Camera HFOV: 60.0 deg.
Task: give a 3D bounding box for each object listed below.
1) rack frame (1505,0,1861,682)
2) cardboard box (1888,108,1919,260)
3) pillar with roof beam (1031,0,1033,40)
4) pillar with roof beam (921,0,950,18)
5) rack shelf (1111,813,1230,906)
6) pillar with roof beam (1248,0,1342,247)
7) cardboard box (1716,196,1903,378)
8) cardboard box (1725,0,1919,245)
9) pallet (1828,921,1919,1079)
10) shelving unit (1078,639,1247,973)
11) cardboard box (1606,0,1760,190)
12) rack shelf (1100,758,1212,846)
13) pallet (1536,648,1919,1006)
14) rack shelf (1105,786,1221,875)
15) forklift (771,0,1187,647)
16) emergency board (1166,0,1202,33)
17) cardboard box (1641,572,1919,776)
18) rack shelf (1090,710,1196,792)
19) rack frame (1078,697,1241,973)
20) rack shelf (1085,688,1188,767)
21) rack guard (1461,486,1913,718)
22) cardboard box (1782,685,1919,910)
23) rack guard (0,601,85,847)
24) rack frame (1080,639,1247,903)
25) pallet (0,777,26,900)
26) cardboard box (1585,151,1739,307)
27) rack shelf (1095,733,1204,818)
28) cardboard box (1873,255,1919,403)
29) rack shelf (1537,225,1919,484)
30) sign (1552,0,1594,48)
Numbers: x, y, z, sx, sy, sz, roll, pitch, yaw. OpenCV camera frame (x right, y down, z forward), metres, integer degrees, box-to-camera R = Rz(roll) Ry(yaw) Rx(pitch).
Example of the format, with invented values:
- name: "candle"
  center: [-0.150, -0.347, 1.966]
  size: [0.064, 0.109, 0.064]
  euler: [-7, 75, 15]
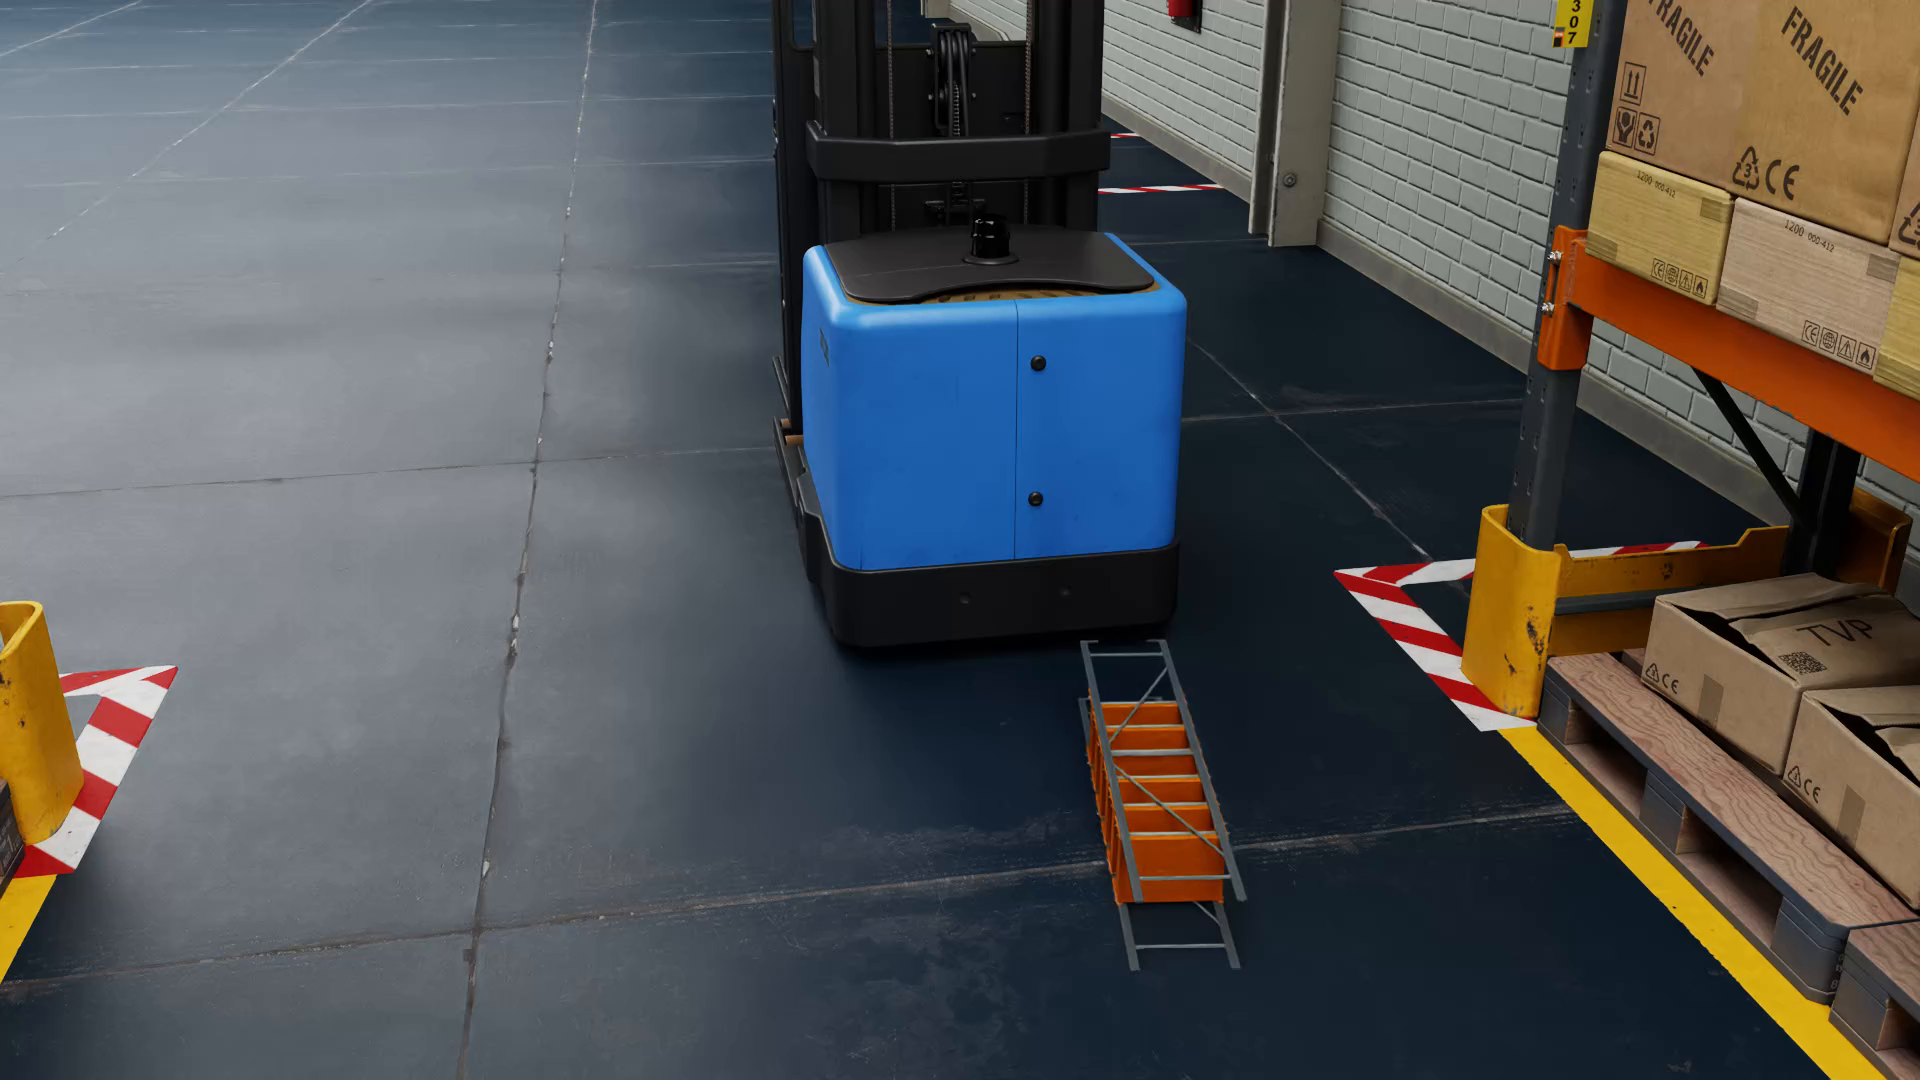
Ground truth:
- name: "rack frame"
  center: [2.050, -1.016, 4.329]
  size: [1.000, 3.000, 0.127]
  euler: [-4, 24, -10]
- name: "cardboard box"
  center: [2.014, -0.692, 2.811]
  size: [0.500, 0.500, 0.500]
  euler: [-5, 24, -11]
- name: "pillar with roof beam"
  center: [-3.420, -7.956, 12.722]
  size: [9.100, 9.000, 0.400]
  euler: [-4, 24, -10]
- name: "pillar with roof beam"
  center: [-4.530, -10.316, 18.126]
  size: [9.100, 9.000, 0.400]
  euler: [-4, 24, -10]
- name: "rack shelf"
  center: [0.481, 0.735, 3.827]
  size: [0.258, 0.180, 0.103]
  euler: [-1, 24, -2]
- name: "pillar with roof beam"
  center: [-2.311, -5.596, 7.319]
  size: [9.100, 9.000, 0.400]
  euler: [-4, 24, -10]
- name: "cardboard box"
  center: [1.938, -0.538, 3.397]
  size: [0.500, 0.250, 0.500]
  euler: [-5, 24, -11]
- name: "cardboard box"
  center: [1.924, -0.895, 3.277]
  size: [0.500, 0.500, 0.500]
  euler: [-4, 24, -10]
- name: "pallet"
  center: [2.401, 1.093, 2.985]
  size: [1.003, 0.211, 1.213]
  euler: [-4, 24, -10]
- name: "shelving unit"
  center: [0.471, 0.607, 4.115]
  size: [0.258, 0.189, 1.200]
  euler: [-1, 24, -2]
- name: "cardboard box"
  center: [1.843, -1.090, 3.724]
  size: [0.500, 0.500, 0.500]
  euler: [-4, 24, -10]
- name: "rack shelf"
  center: [0.474, 0.638, 4.046]
  size: [0.258, 0.180, 0.103]
  euler: [-1, 24, -2]
- name: "pallet"
  center: [2.179, 0.614, 4.081]
  size: [1.003, 0.211, 1.213]
  euler: [-4, 24, -10]
- name: "rack shelf"
  center: [0.477, 0.686, 3.937]
  size: [0.258, 0.180, 0.103]
  euler: [-1, 24, -2]
- name: "forklift"
  center: [-0.115, -1.591, 5.731]
  size: [1.130, 2.935, 3.031]
  euler: [-4, 24, -10]
- name: "emergency board"
  center: [1.500, -4.140, 11.481]
  size: [0.194, 1.169, 0.643]
  euler: [-4, 24, -10]
- name: "cardboard box"
  center: [2.089, 0.293, 4.141]
  size: [0.500, 0.311, 0.500]
  euler: [-7, 25, -16]
- name: "rack shelf"
  center: [0.466, 0.540, 4.266]
  size: [0.258, 0.180, 0.103]
  euler: [-1, 24, -2]
- name: "rack frame"
  center: [0.471, 0.691, 4.152]
  size: [0.240, 0.006, 1.200]
  euler: [-1, 24, -2]
- name: "rack shelf"
  center: [0.462, 0.492, 4.375]
  size: [0.258, 0.180, 0.103]
  euler: [-1, 24, -2]
- name: "rack guard"
  center: [2.064, 0.159, 4.761]
  size: [1.175, 0.500, 0.348]
  euler: [-4, 24, -10]
- name: "cardboard box"
  center: [2.195, 0.517, 3.627]
  size: [0.500, 0.311, 0.500]
  euler: [-2, 24, -5]
- name: "rack guard"
  center: [-2.822, 0.488, 4.008]
  size: [1.175, 0.500, 0.348]
  euler: [-4, 24, -10]
- name: "rack frame"
  center: [0.471, 0.523, 4.078]
  size: [0.240, 0.006, 1.200]
  euler: [-1, 24, -2]
- name: "pallet"
  center: [-2.635, 0.927, 3.363]
  size: [1.003, 0.211, 1.213]
  euler: [-4, 24, -10]
- name: "cardboard box"
  center: [1.828, -0.741, 3.862]
  size: [0.500, 0.250, 0.500]
  euler: [-5, 24, -11]
- name: "rack shelf"
  center: [0.470, 0.589, 4.156]
  size: [0.258, 0.180, 0.103]
  euler: [-1, 24, -2]
- name: "cardboard box"
  center: [2.026, -0.337, 2.937]
  size: [0.500, 0.250, 0.500]
  euler: [-5, 24, -11]
- name: "rack shelf"
  center: [2.420, 0.100, 2.672]
  size: [1.077, 0.370, 4.000]
  euler: [-4, 24, -10]
- name: "sign"
  center: [1.517, -1.373, 4.064]
  size: [0.100, 0.325, 0.005]
  euler: [-4, 24, -10]
